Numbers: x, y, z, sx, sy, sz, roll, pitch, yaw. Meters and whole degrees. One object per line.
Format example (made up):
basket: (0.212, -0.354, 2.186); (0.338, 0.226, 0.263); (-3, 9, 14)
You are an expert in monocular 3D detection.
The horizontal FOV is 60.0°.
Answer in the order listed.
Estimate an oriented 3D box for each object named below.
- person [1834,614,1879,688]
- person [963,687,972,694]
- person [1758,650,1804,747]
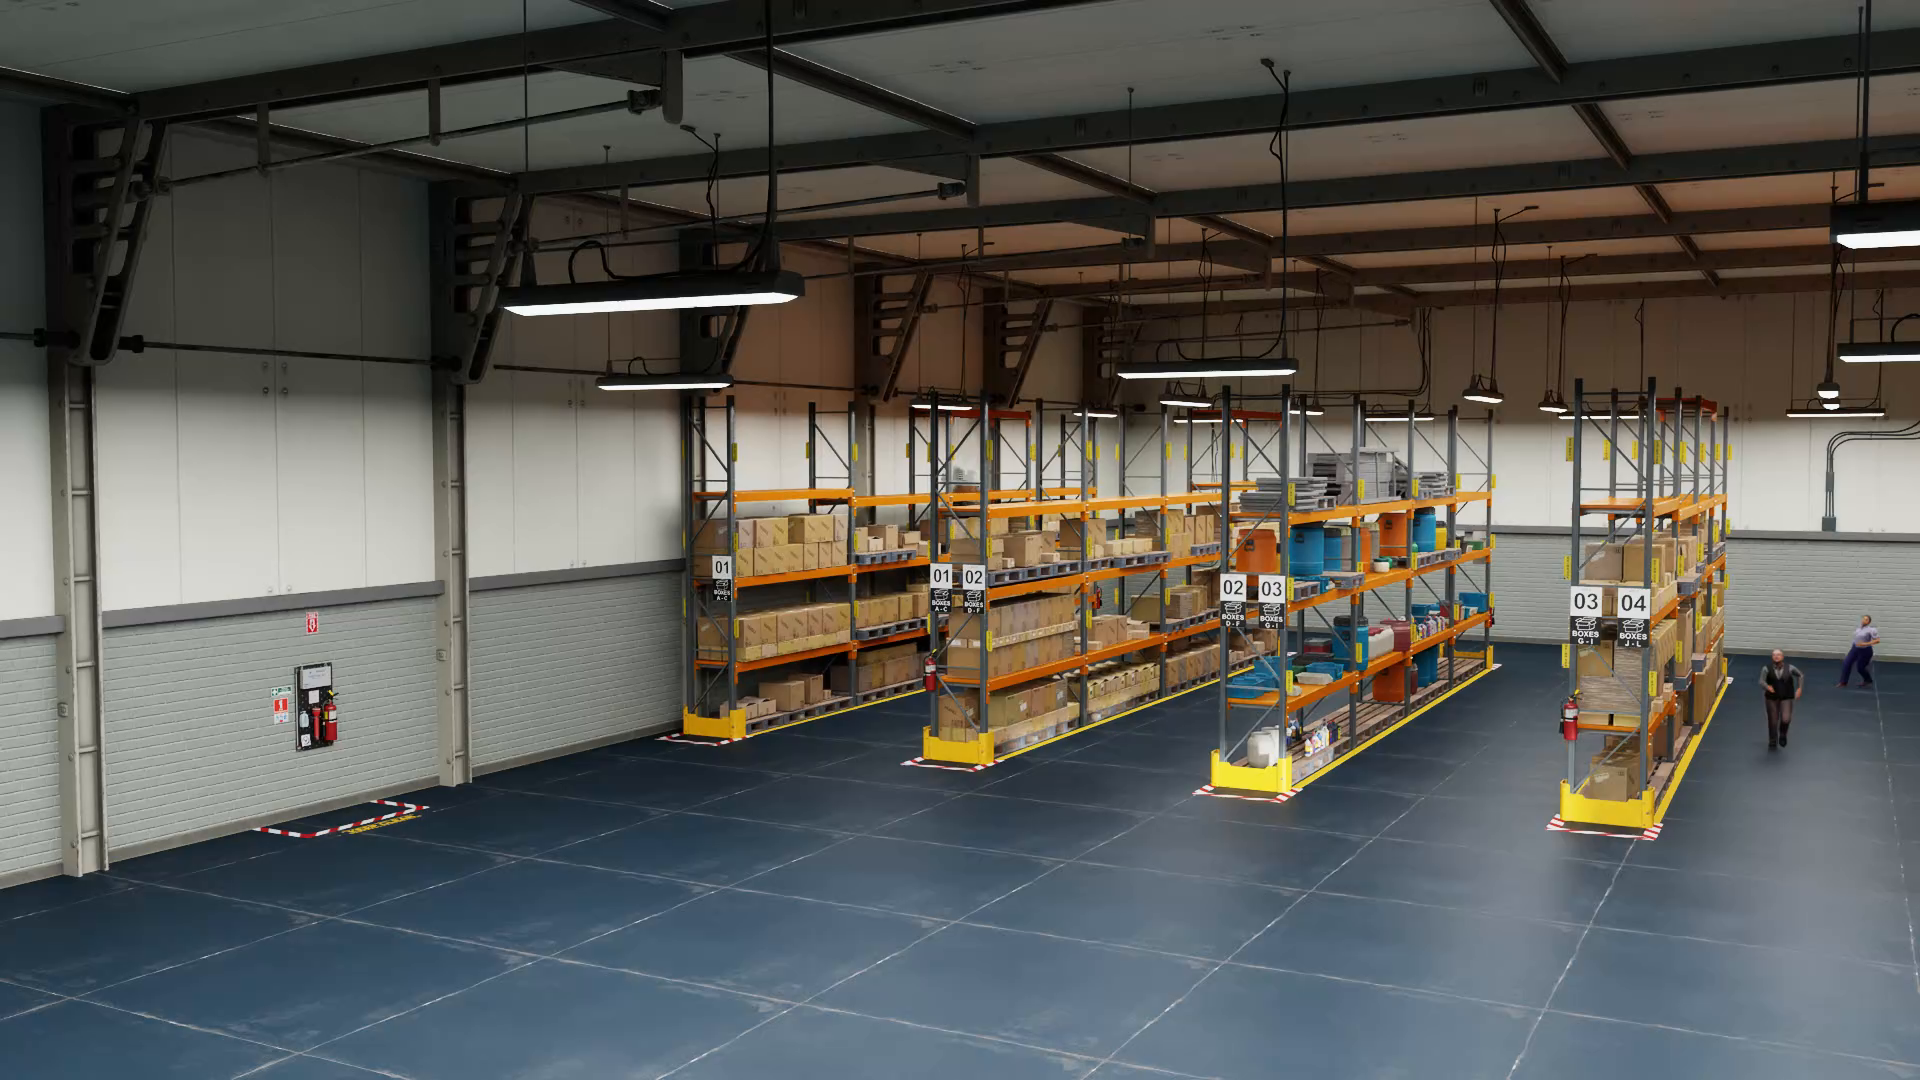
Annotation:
person: (19.068, 2.367, 35.139); (0.812, 1.612, 0.740); (-1, 3, -18)
person: (0.197, 2.451, 31.867); (0.638, 1.731, 0.564); (1, 3, 26)
person: (13.754, 2.678, 27.887); (0.680, 1.676, 0.794); (2, 3, 29)
